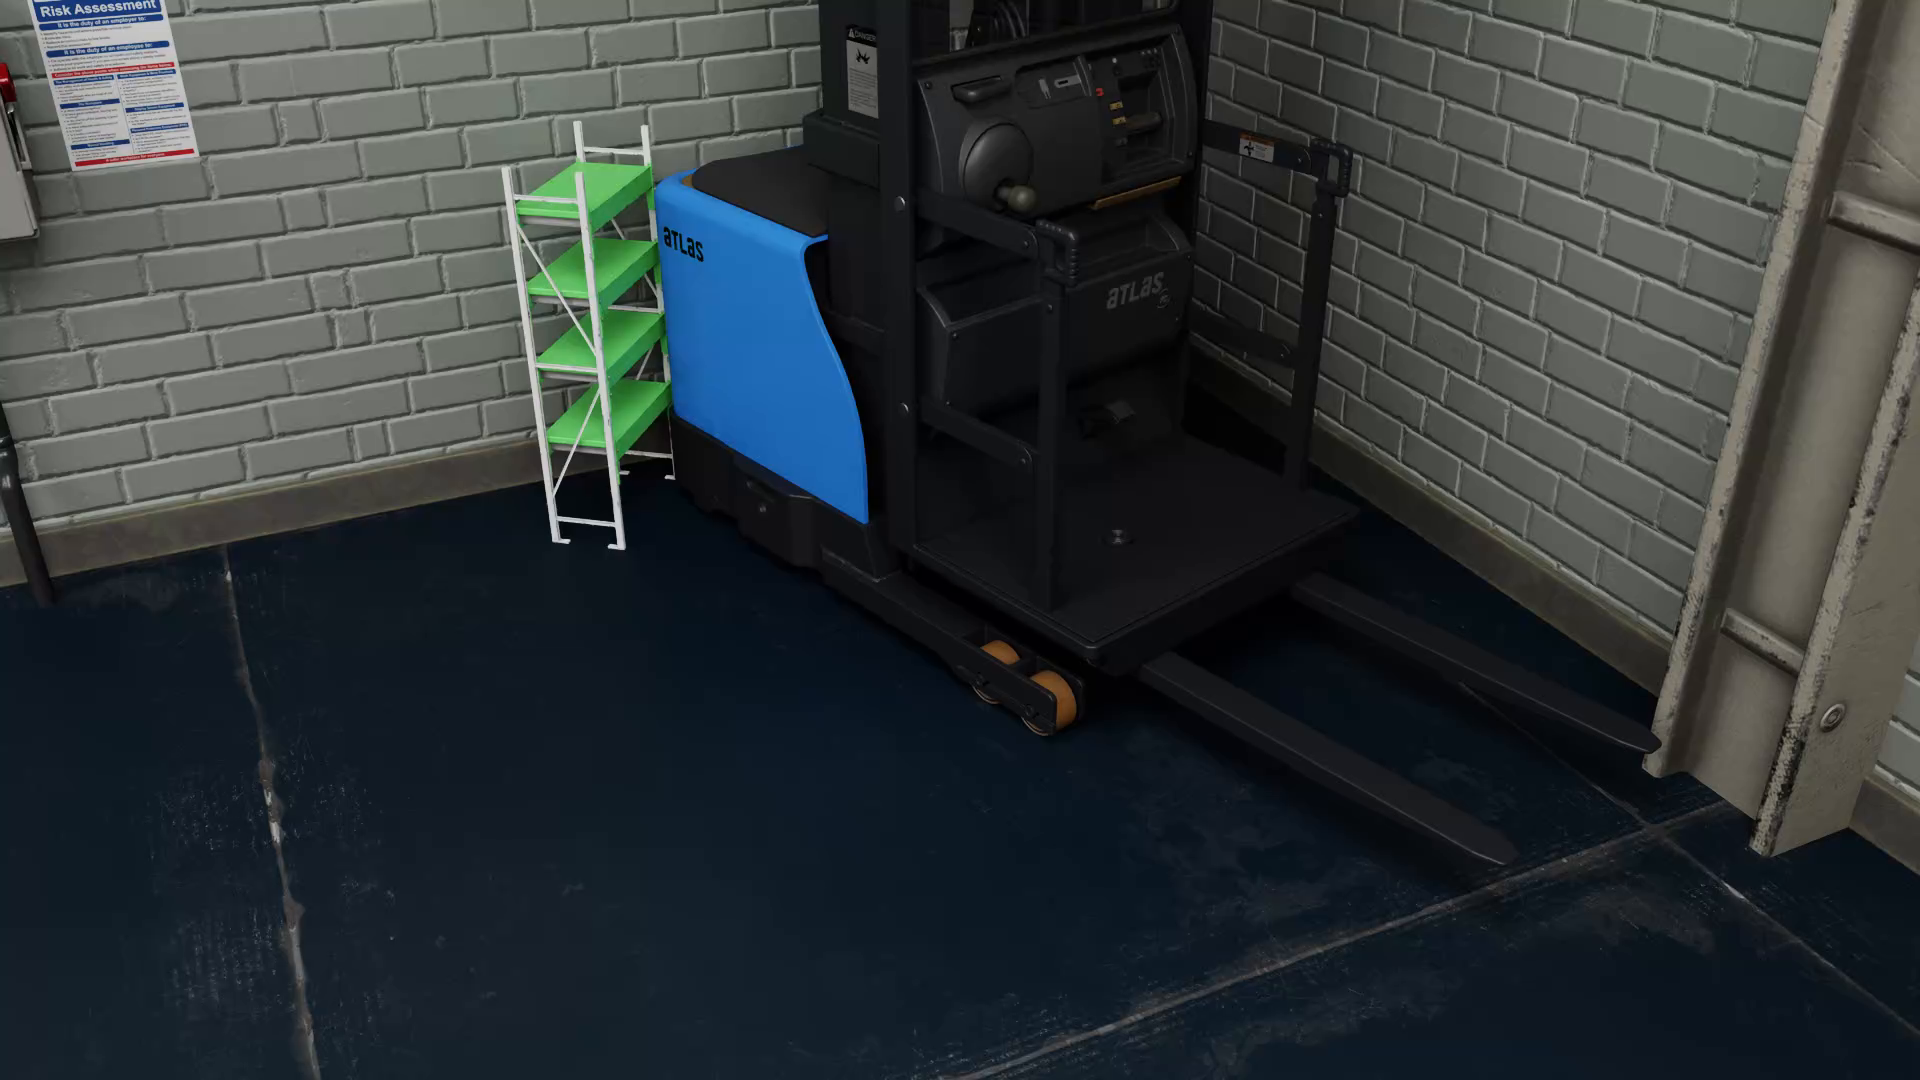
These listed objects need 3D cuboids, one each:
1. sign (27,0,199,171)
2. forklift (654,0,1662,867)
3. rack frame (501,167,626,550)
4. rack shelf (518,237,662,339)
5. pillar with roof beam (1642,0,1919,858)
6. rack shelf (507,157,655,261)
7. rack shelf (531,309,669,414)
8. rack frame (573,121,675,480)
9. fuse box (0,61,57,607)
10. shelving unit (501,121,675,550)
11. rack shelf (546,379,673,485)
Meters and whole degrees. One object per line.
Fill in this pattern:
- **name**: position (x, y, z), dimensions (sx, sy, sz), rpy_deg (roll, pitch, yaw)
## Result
- **sign**: position (-2.311, -1.271, 4.547), dimensions (0.329, 0.494, 0.001), rpy_deg (-13, 32, -22)
- **forklift**: position (0.413, -1.050, 4.126), dimensions (1.130, 2.935, 3.031), rpy_deg (-23, 37, -35)
- **rack frame**: position (-1.164, -0.508, 4.929), dimensions (0.240, 1.200, 0.015), rpy_deg (6, 30, 11)
- **rack shelf**: position (-1.112, -0.778, 5.051), dimensions (0.258, 0.148, 0.480), rpy_deg (6, 30, 11)
- **pillar with roof beam**: position (-1.936, -2.392, 0.315), dimensions (9.100, 9.000, 0.400), rpy_deg (-13, 32, -22)
- **rack shelf**: position (-1.112, -0.988, 4.934), dimensions (0.258, 0.148, 0.480), rpy_deg (6, 30, 11)
- **rack shelf**: position (-1.112, -0.569, 5.168), dimensions (0.258, 0.148, 0.480), rpy_deg (6, 30, 11)
- **rack frame**: position (-1.060, -0.741, 5.345), dimensions (0.240, 1.200, 0.015), rpy_deg (6, 30, 11)
- **fuse box**: position (-2.668, -0.555, 4.491), dimensions (0.539, 1.711, 0.414), rpy_deg (-13, 32, -22)
- **shelving unit**: position (-1.112, -0.625, 5.137), dimensions (0.258, 1.200, 0.503), rpy_deg (6, 30, 11)
- **rack shelf**: position (-1.112, -0.360, 5.286), dimensions (0.258, 0.148, 0.480), rpy_deg (6, 30, 11)
